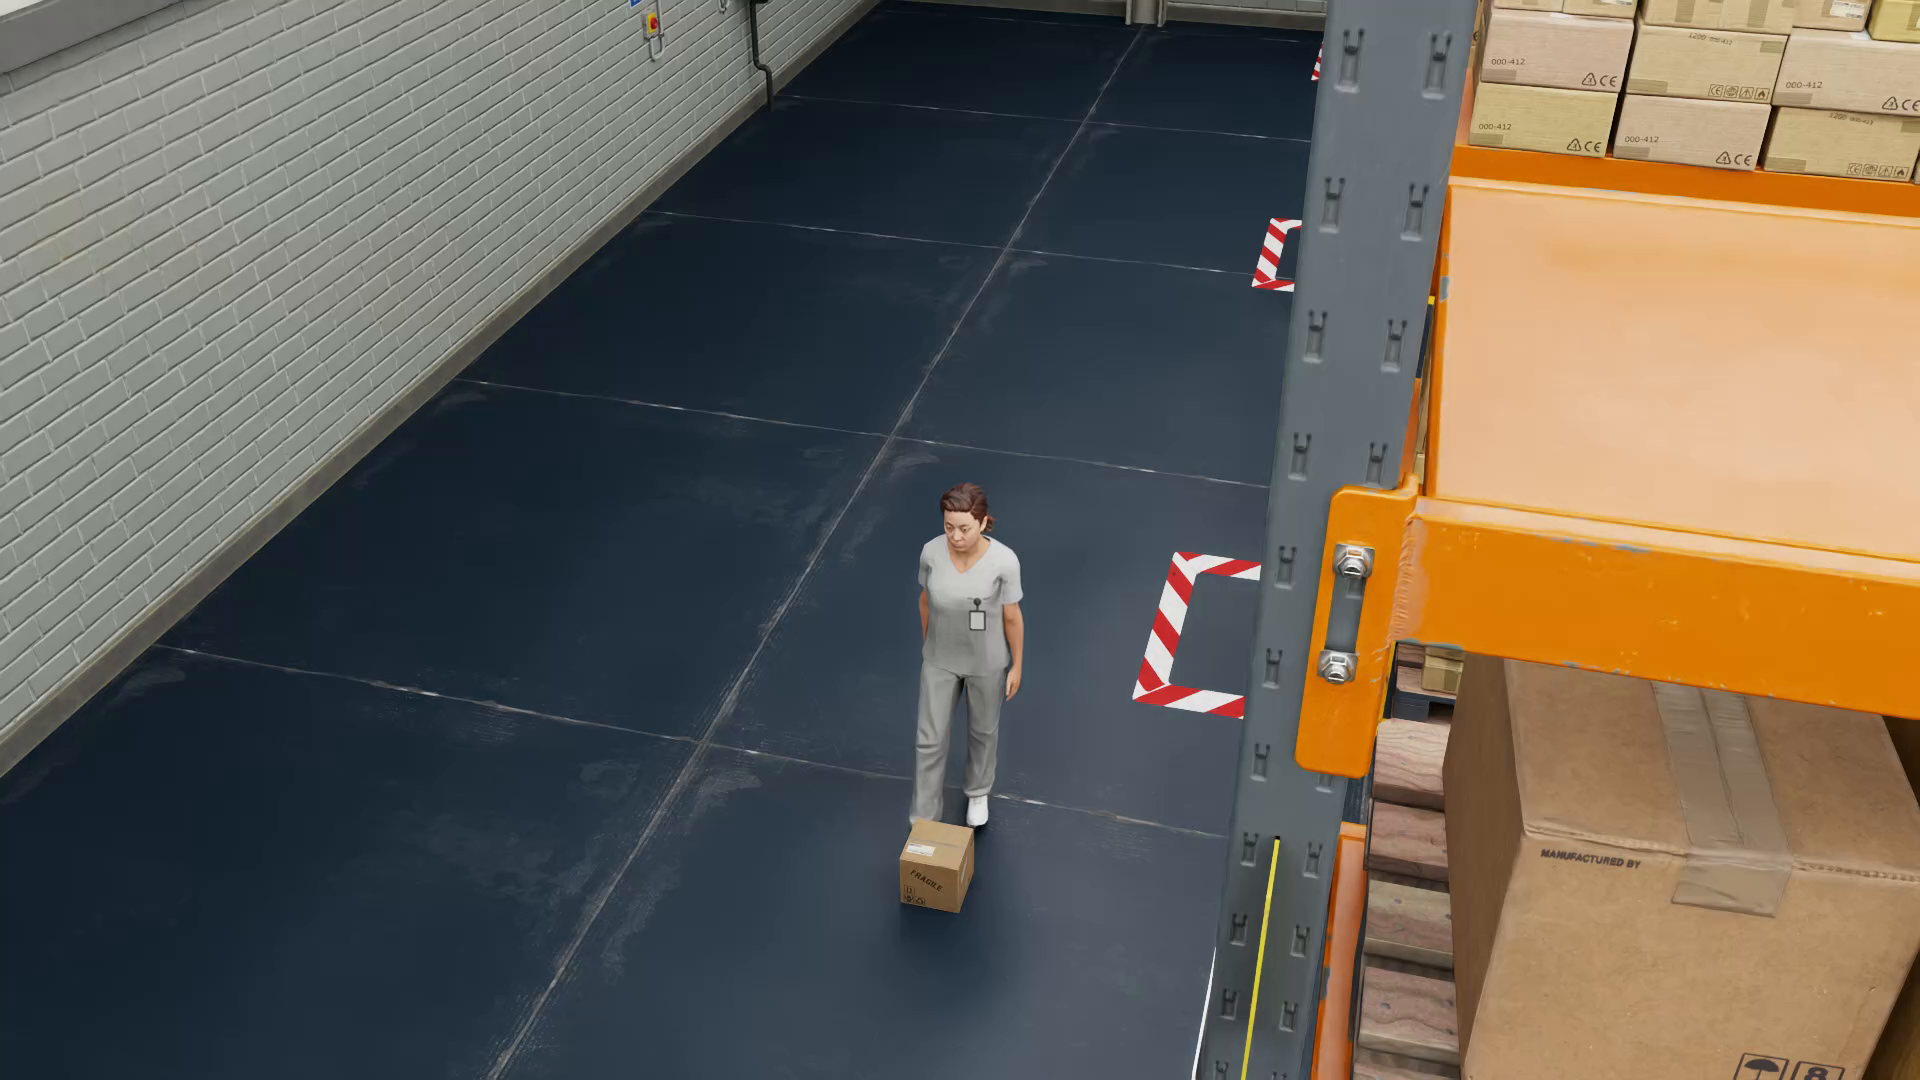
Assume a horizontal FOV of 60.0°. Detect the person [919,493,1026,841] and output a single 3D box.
[{"bbox_3d":[0.046,0.508,6.886,0.445,1.667,0.362,9,34,13],"label":"person"}]
